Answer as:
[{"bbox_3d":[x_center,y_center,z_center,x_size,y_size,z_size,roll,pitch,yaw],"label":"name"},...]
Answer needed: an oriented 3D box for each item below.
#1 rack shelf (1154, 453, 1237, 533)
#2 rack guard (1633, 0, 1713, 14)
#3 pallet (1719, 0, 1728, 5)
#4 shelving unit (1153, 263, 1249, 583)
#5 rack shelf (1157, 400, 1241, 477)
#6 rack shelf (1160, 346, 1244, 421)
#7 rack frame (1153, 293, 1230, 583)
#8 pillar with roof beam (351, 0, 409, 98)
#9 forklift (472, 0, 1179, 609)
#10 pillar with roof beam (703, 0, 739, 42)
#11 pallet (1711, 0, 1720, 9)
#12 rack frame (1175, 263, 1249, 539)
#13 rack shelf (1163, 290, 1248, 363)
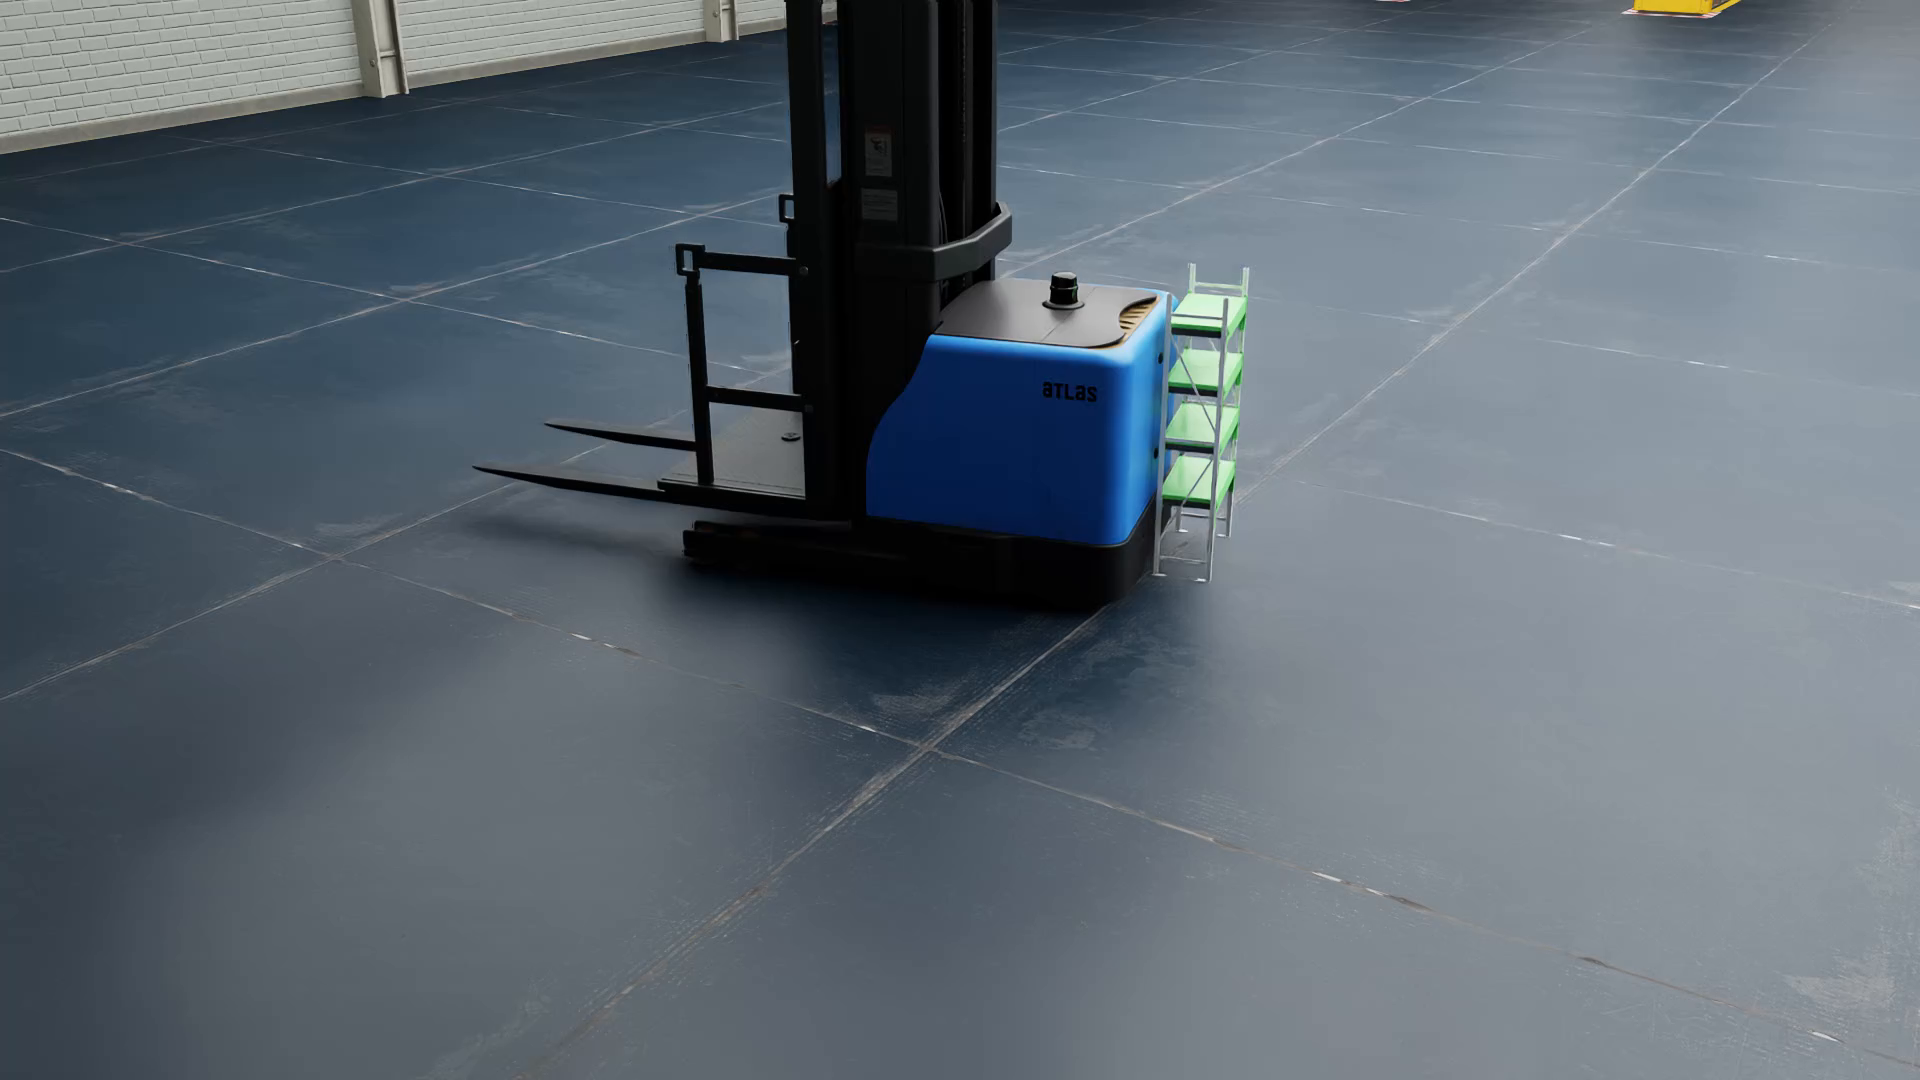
[{"bbox_3d":[0.991,-0.203,6.974,0.258,0.148,0.480,7,24,16],"label":"rack shelf"},{"bbox_3d":[11.718,-8.943,27.278,1.175,0.500,0.348,14,27,29],"label":"rack guard"},{"bbox_3d":[12.796,-9.493,28.914,1.003,0.211,1.213,14,27,29],"label":"pallet"},{"bbox_3d":[0.991,-0.482,6.853,0.258,1.200,0.503,7,24,16],"label":"shelving unit"},{"bbox_3d":[0.991,-0.423,6.879,0.258,0.148,0.480,7,24,16],"label":"rack shelf"},{"bbox_3d":[0.991,-0.644,6.783,0.258,0.148,0.480,7,24,16],"label":"rack shelf"},{"bbox_3d":[0.917,-0.390,6.640,0.240,1.200,0.015,7,24,16],"label":"rack frame"},{"bbox_3d":[-2.902,-8.324,15.151,9.100,9.000,0.400,14,27,29],"label":"pillar with roof beam"},{"bbox_3d":[-0.647,-1.408,6.812,3.031,2.935,1.130,7,25,17],"label":"forklift"},{"bbox_3d":[0.263,-10.349,19.828,9.100,9.000,0.400,14,27,29],"label":"pillar with roof beam"},{"bbox_3d":[12.151,-9.083,27.966,1.003,0.211,1.213,14,27,29],"label":"pallet"},{"bbox_3d":[1.066,-0.574,7.067,0.240,1.200,0.015,7,24,16],"label":"rack frame"},{"bbox_3d":[0.991,-0.864,6.688,0.258,0.148,0.480,7,24,16],"label":"rack shelf"}]
